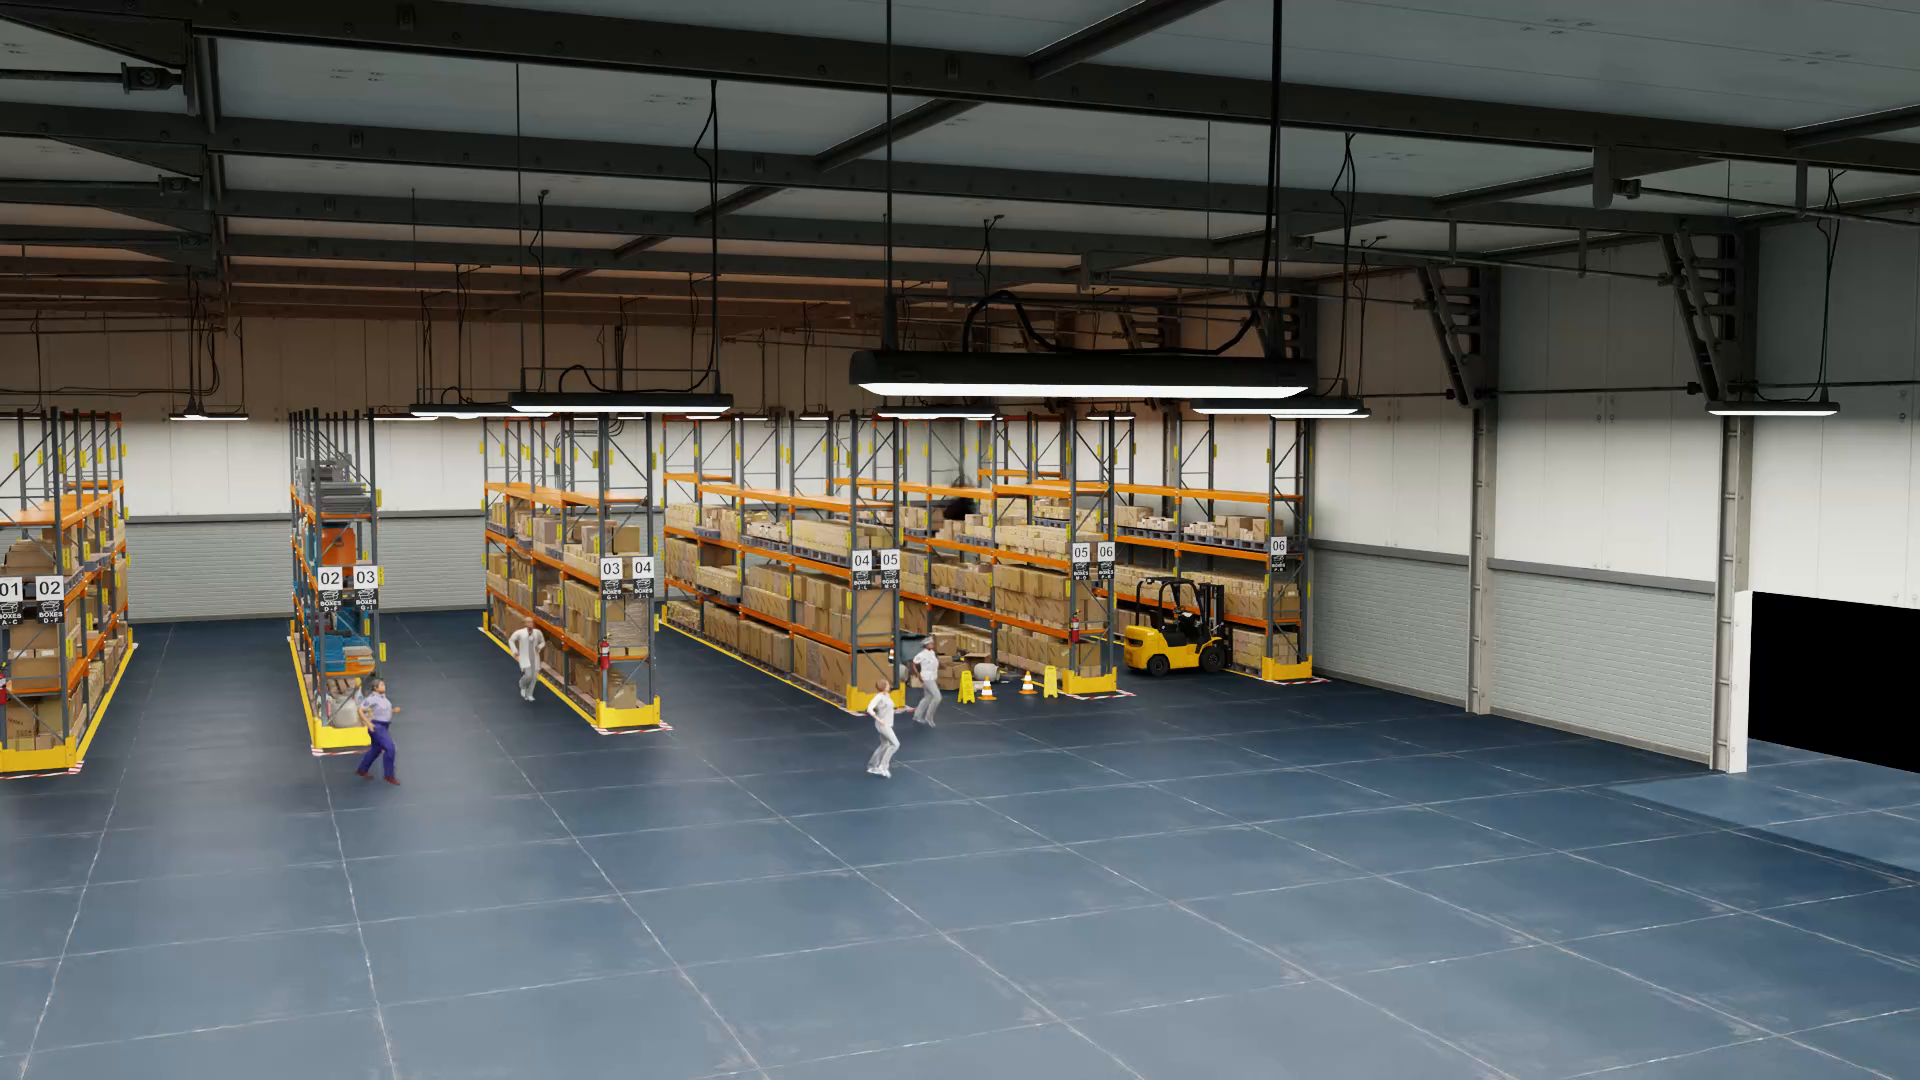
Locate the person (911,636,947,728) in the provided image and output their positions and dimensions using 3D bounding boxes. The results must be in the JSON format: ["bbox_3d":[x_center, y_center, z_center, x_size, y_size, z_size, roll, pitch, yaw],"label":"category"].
[{"bbox_3d":[-0.581,2.679,31.468,0.721,1.732,0.545,1,4,20],"label":"person"}]

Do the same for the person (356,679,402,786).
[{"bbox_3d":[-9.244,3.060,26.402,0.767,1.697,0.580,0,4,-5],"label":"person"}]

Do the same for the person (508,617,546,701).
[{"bbox_3d":[-8.860,2.454,34.241,0.714,1.736,0.616,-3,5,-35],"label":"person"}]

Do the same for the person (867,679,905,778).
[{"bbox_3d":[-1.203,3.044,26.890,0.635,1.610,0.518,1,4,9],"label":"person"}]
